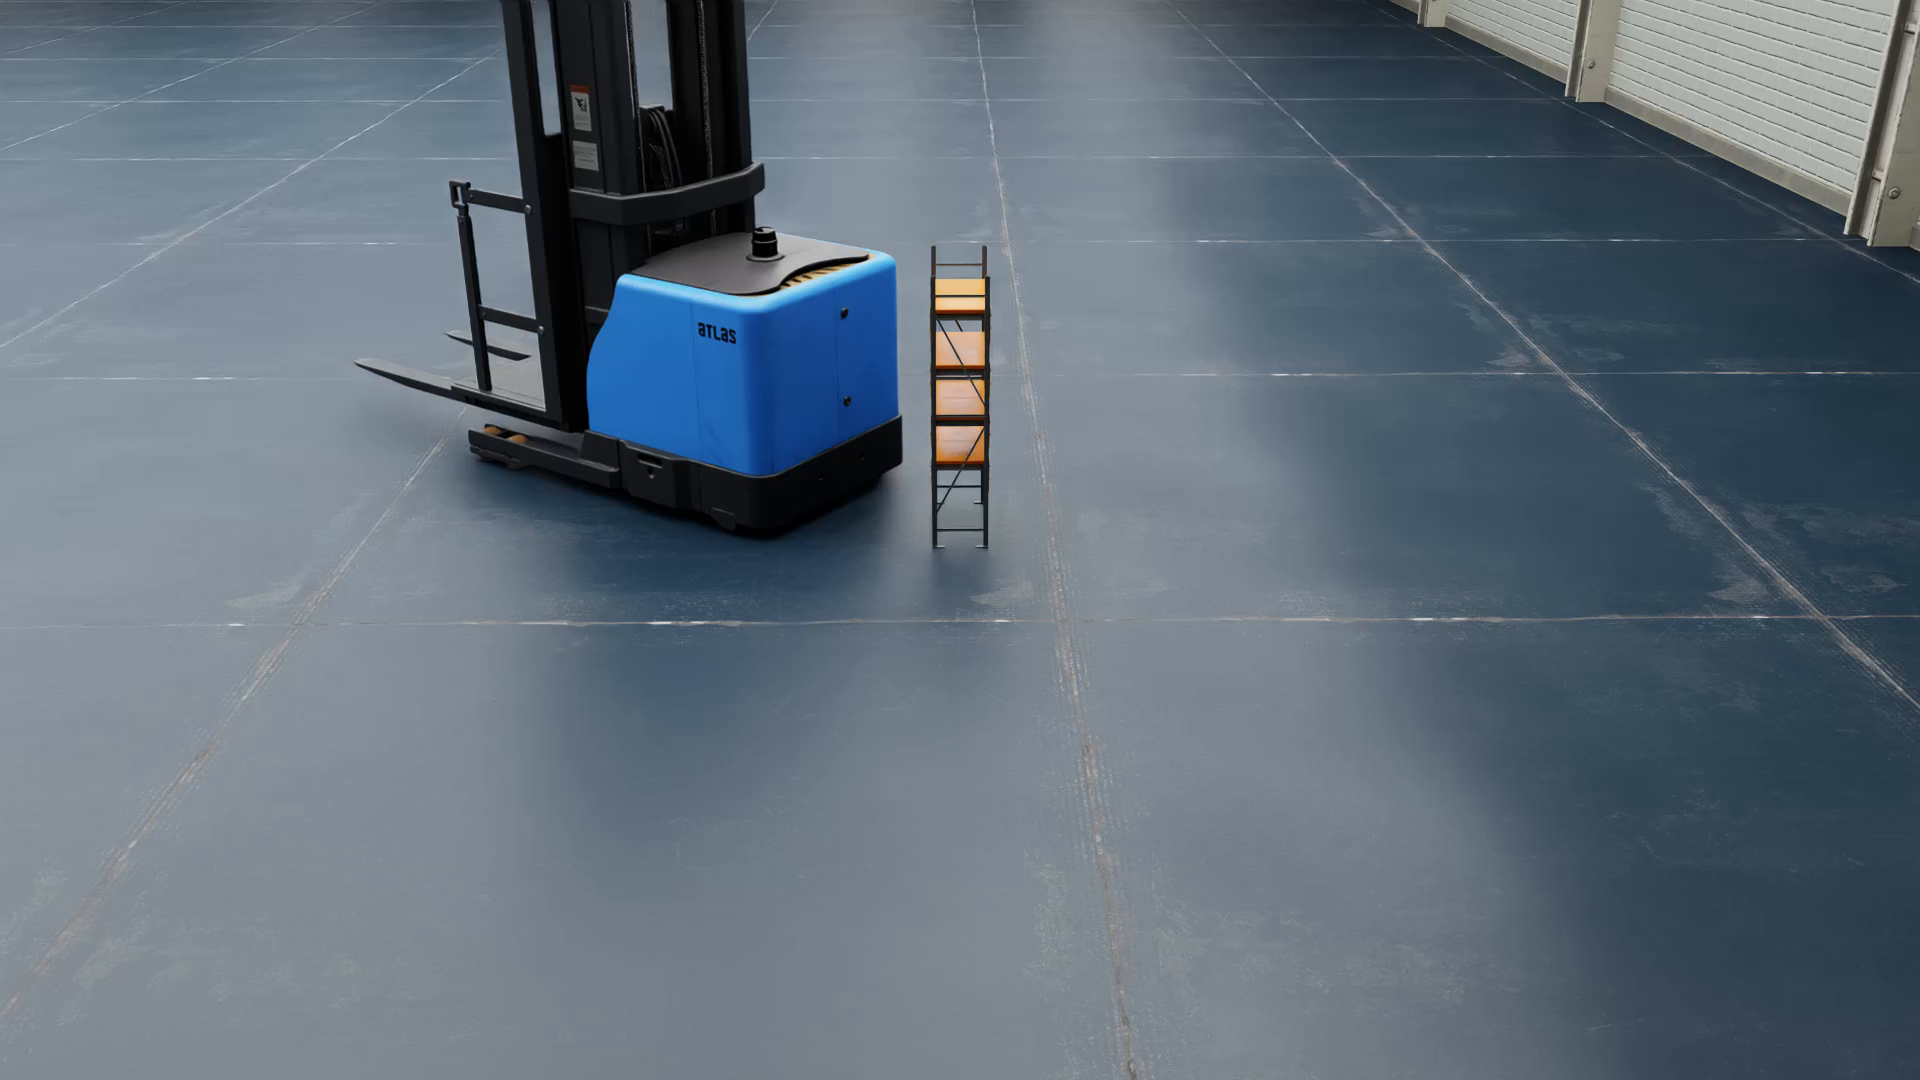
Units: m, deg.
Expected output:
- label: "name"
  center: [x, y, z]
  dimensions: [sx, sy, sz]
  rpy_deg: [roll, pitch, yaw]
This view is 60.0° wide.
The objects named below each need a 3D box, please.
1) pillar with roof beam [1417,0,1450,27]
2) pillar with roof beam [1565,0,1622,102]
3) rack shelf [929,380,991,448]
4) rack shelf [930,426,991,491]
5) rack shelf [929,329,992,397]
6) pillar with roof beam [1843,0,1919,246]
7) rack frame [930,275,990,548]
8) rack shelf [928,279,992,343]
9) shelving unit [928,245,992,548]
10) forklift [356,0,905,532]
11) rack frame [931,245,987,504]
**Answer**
- label: "pillar with roof beam"
  center: [2.229, -11.209, 21.113]
  dimensions: [9.100, 9.000, 0.400]
  rpy_deg: [0, 24, -1]
- label: "pillar with roof beam"
  center: [2.294, -8.737, 15.647]
  dimensions: [9.100, 9.000, 0.400]
  rpy_deg: [0, 24, -1]
- label: "rack shelf"
  center: [-0.002, -0.554, 7.181]
  dimensions: [0.258, 0.148, 0.480]
  rpy_deg: [0, 24, -1]
- label: "rack shelf"
  center: [-0.002, -0.373, 7.263]
  dimensions: [0.258, 0.148, 0.480]
  rpy_deg: [0, 24, -1]
- label: "rack shelf"
  center: [-0.002, -0.757, 7.089]
  dimensions: [0.258, 0.148, 0.480]
  rpy_deg: [0, 24, -1]
- label: "pillar with roof beam"
  center: [2.360, -6.264, 10.180]
  dimensions: [9.100, 9.000, 0.400]
  rpy_deg: [0, 24, -1]
- label: "rack frame"
  center: [0.001, -0.514, 6.931]
  dimensions: [0.240, 1.200, 0.015]
  rpy_deg: [0, 24, -1]
- label: "rack shelf"
  center: [-0.002, -0.973, 6.992]
  dimensions: [0.258, 0.148, 0.480]
  rpy_deg: [0, 24, -1]
- label: "shelving unit"
  center: [-0.002, -0.615, 7.154]
  dimensions: [0.258, 1.200, 0.503]
  rpy_deg: [0, 24, -1]
- label: "forklift"
  center: [-1.761, -1.830, 7.739]
  dimensions: [3.031, 2.935, 1.130]
  rpy_deg: [16, 29, 31]
- label: "rack frame"
  center: [-0.004, -0.715, 7.376]
  dimensions: [0.240, 1.200, 0.015]
  rpy_deg: [0, 24, -1]
